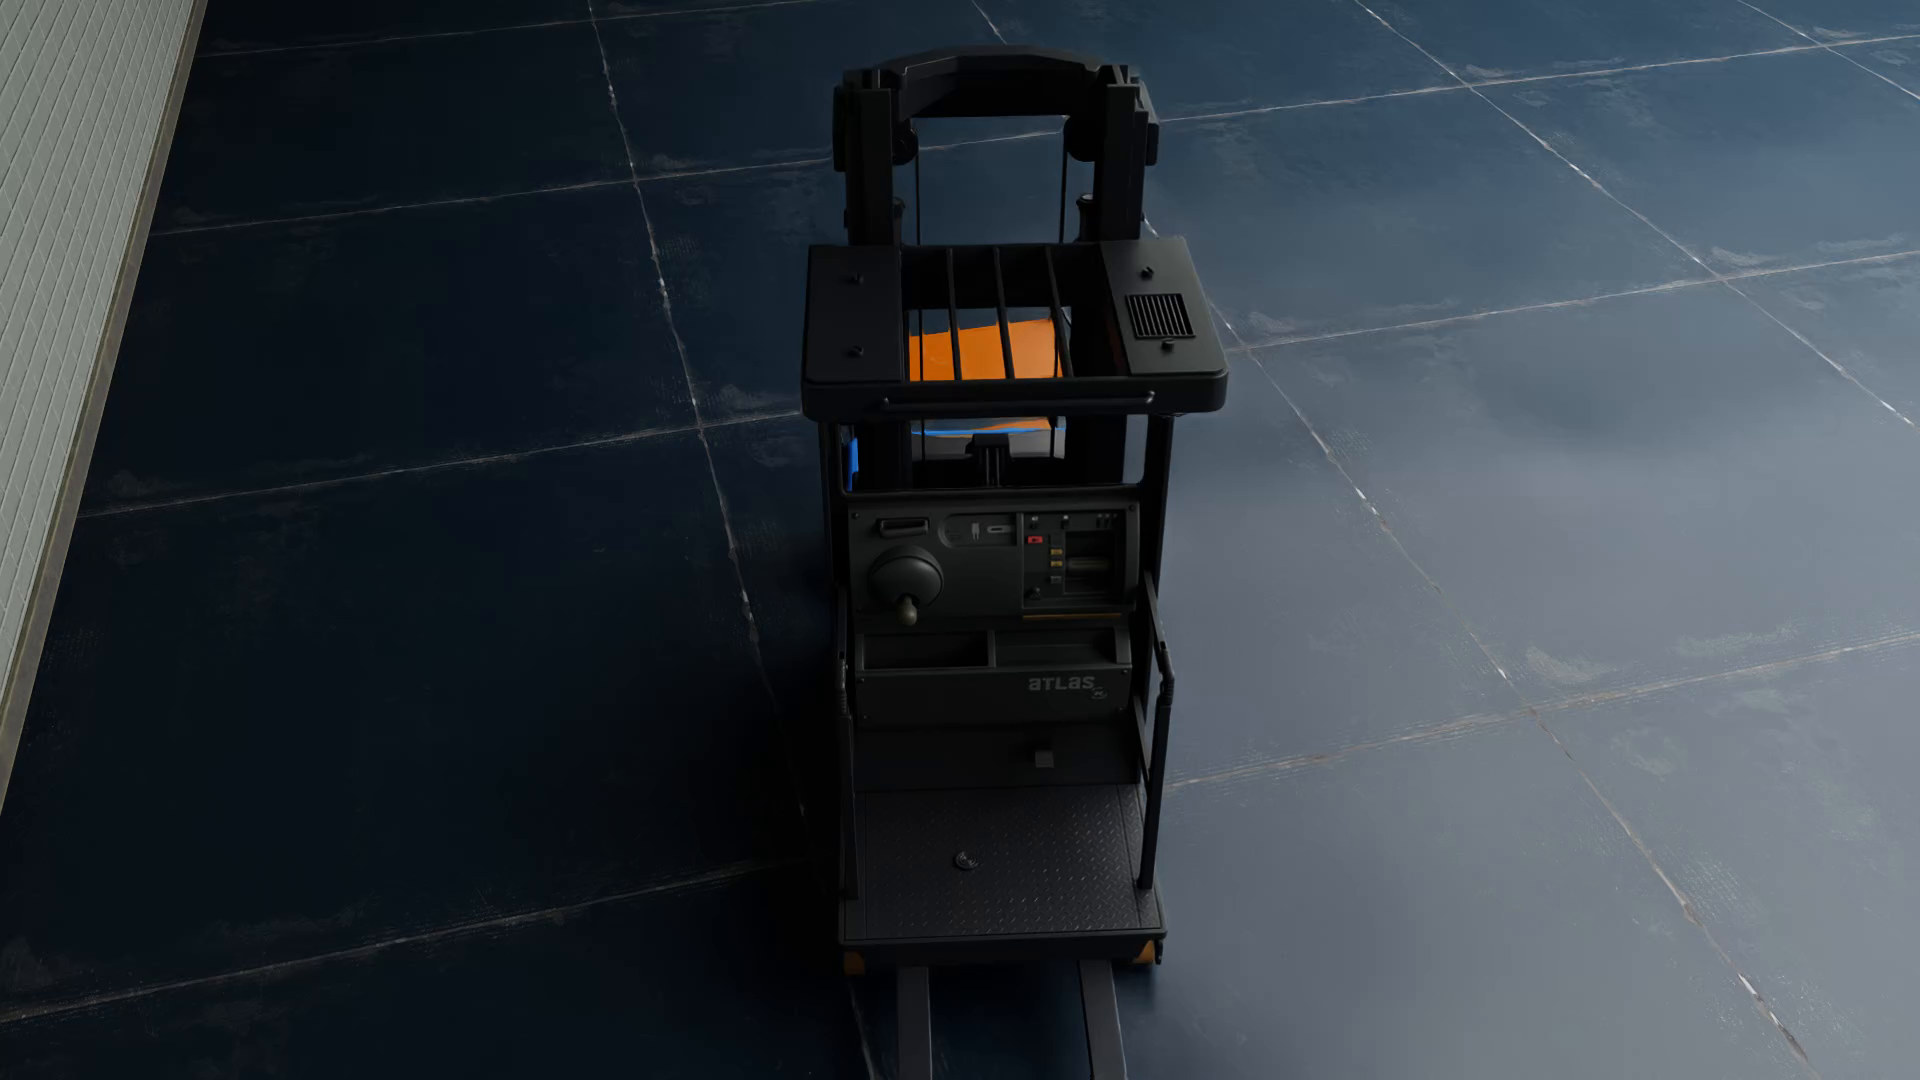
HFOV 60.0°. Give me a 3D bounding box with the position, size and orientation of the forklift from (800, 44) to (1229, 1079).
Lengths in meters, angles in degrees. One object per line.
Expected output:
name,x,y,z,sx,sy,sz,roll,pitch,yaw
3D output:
forklift,0.122,0.138,5.157,1.130,2.935,3.031,-2,37,-2

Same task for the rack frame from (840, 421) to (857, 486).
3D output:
rack frame,-0.484,-0.367,7.304,0.032,1.125,0.500,-9,38,-12

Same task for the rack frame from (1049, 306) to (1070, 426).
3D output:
rack frame,0.497,-0.528,7.515,0.032,1.125,0.500,-9,38,-12

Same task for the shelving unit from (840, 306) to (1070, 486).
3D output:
shelving unit,0.007,-0.448,7.410,1.048,1.125,0.538,-9,38,-12

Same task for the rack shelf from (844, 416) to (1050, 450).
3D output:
rack shelf,0.007,-0.254,7.558,1.000,0.278,0.538,-9,38,-12

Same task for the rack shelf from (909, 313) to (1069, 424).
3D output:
rack shelf,0.007,-0.680,7.232,1.000,0.278,0.538,-9,38,-12
